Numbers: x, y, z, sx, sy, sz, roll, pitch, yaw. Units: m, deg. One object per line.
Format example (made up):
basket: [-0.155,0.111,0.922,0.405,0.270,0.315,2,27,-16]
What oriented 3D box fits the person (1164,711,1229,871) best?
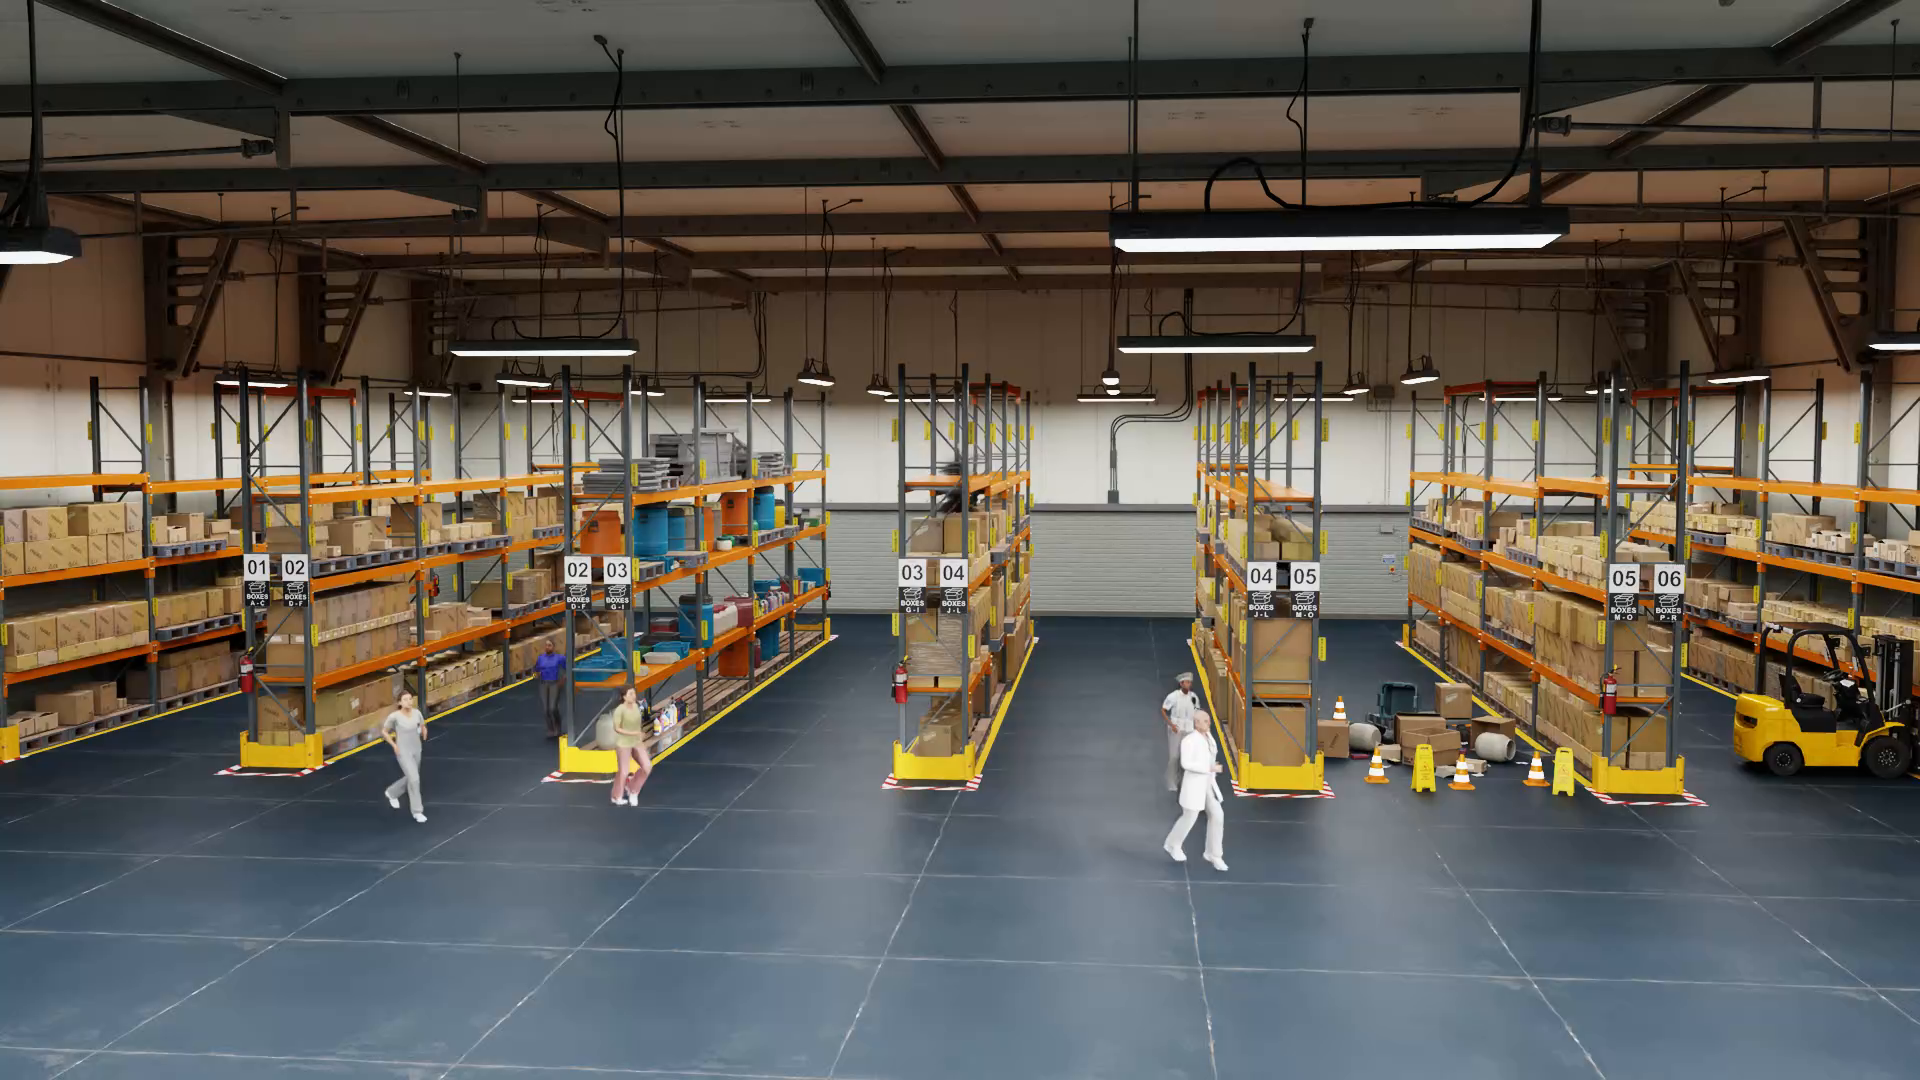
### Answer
person: [2.746,2.891,19.229,0.851,1.862,0.730,4,5,45]

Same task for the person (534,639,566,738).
person: [-6.713,2.439,27.207,0.562,1.628,0.586,0,4,5]

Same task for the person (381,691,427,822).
person: [-7.201,2.785,21.647,0.863,1.675,0.560,3,5,39]

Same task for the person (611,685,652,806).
person: [-4.403,2.745,22.173,0.729,1.642,0.546,3,5,40]

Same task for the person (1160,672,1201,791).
person: [3.143,2.687,23.386,0.647,1.653,0.496,-1,4,-15]
